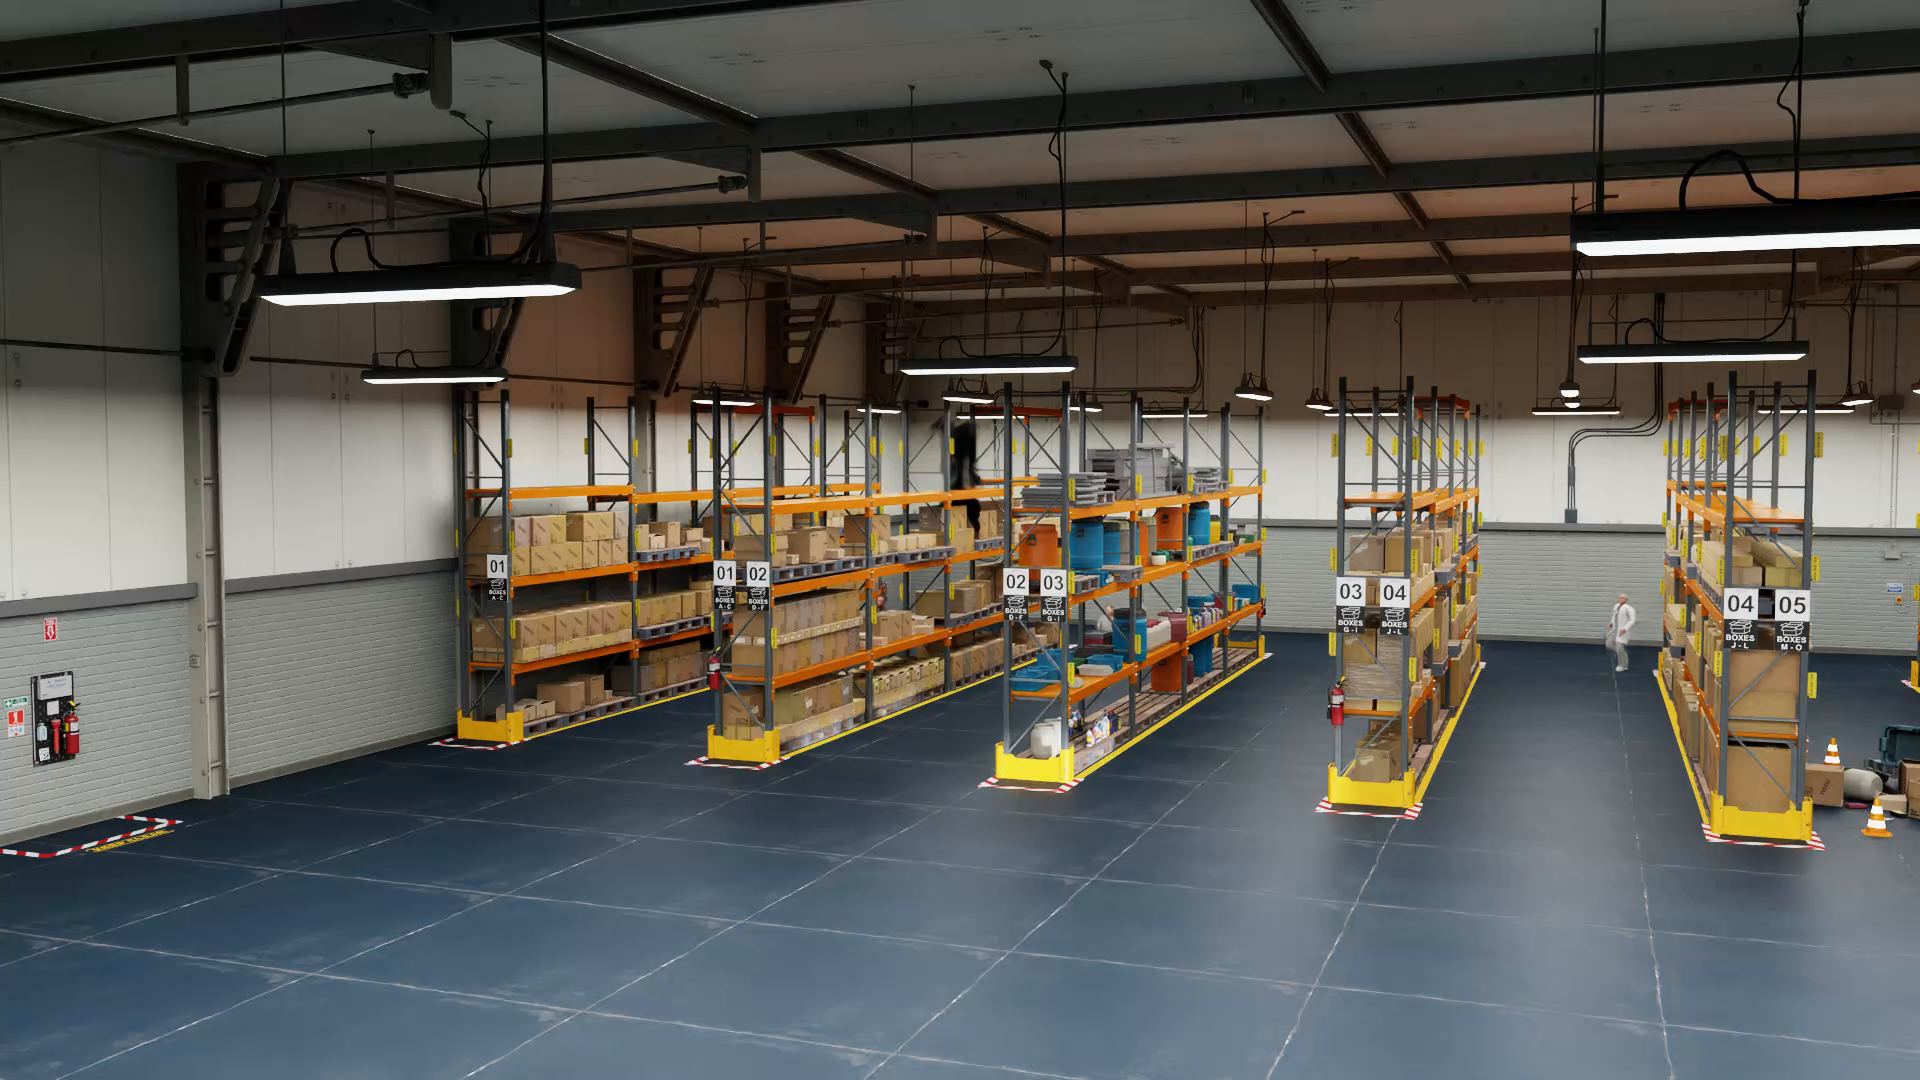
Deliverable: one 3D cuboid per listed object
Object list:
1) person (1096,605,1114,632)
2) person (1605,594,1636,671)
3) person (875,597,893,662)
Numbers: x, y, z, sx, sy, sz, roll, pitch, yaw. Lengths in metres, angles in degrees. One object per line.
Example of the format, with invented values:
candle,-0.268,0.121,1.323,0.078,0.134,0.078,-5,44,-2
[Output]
person,3.225,2.208,35.917,0.574,1.628,0.758,1,3,16
person,14.869,2.076,37.483,0.544,1.741,0.741,-1,3,-19
person,-1.763,2.114,37.303,0.603,1.700,0.828,1,3,14
